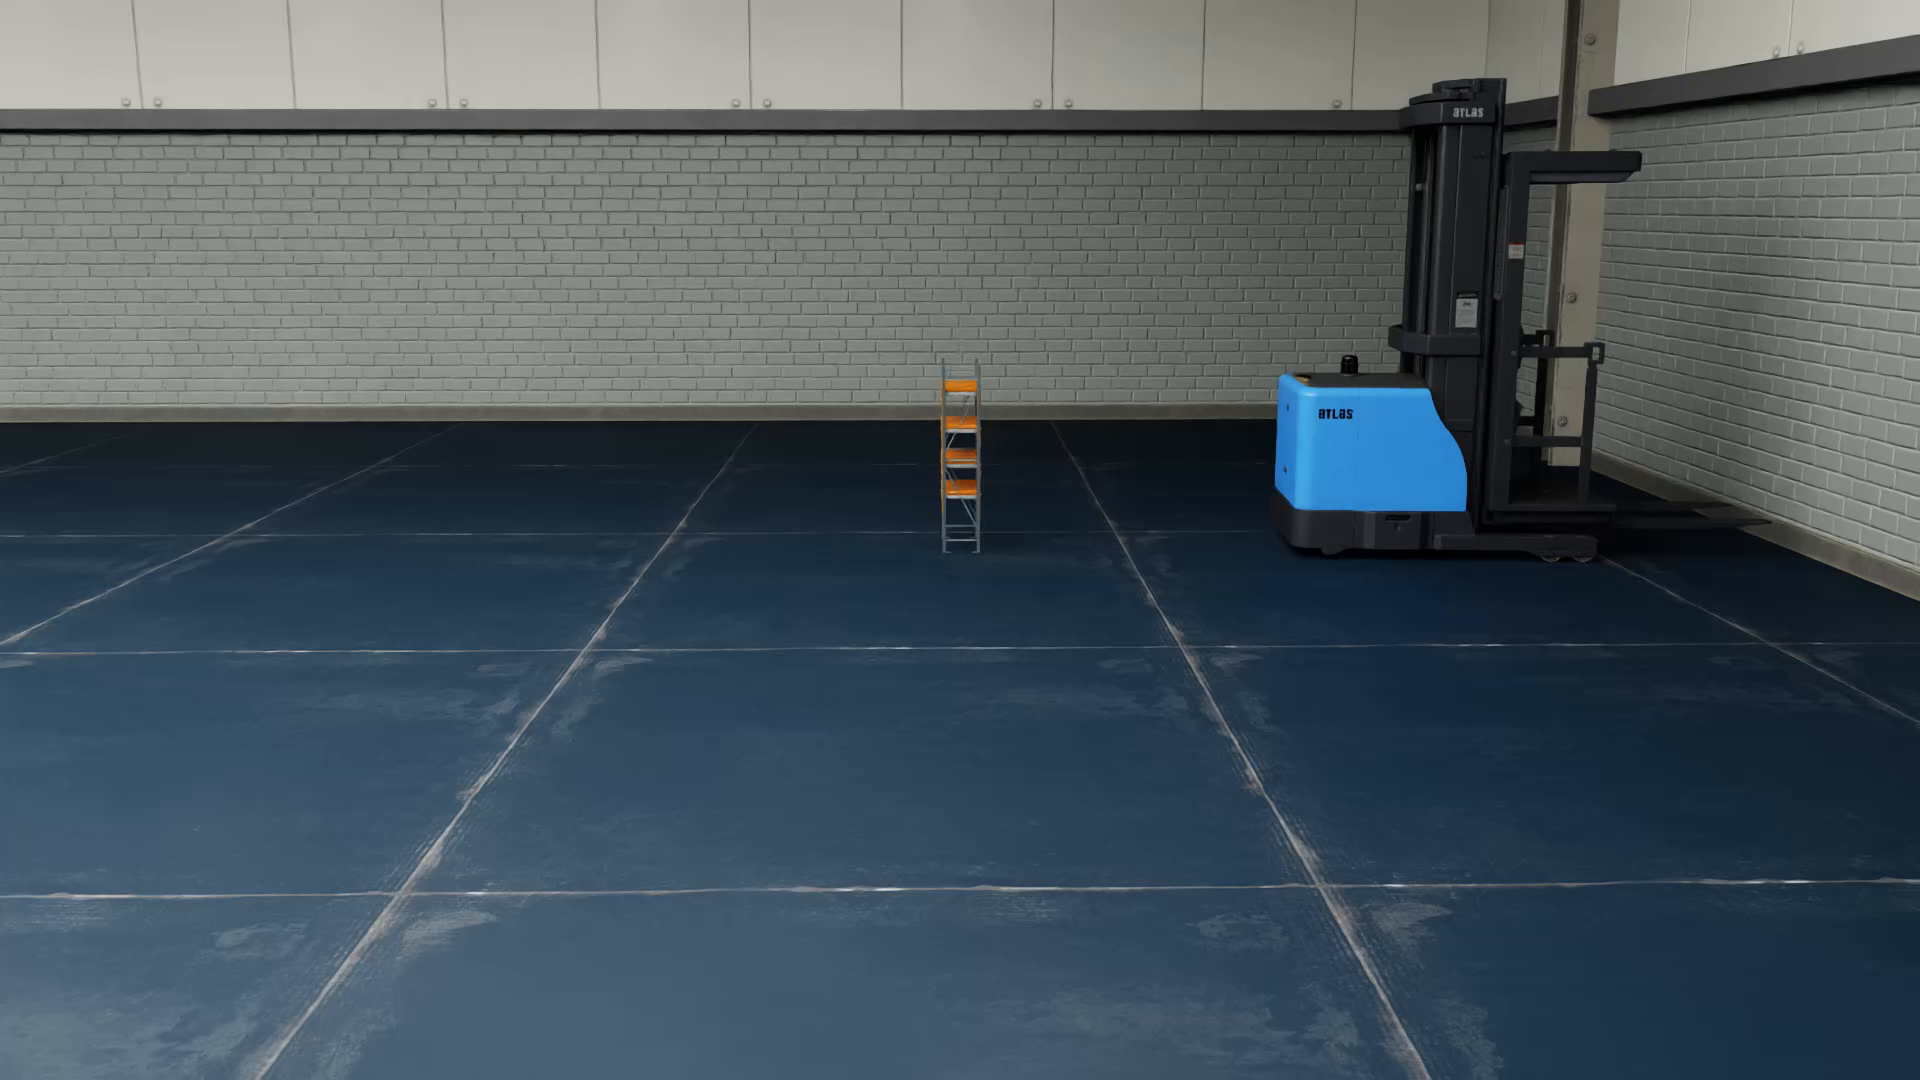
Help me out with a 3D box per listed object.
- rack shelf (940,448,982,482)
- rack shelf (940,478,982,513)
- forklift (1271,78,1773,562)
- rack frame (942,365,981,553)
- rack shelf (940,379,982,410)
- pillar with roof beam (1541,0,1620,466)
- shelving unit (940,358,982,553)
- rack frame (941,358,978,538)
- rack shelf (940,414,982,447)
[{"bbox_3d":[0.003,-0.489,10.791,0.258,0.148,0.480,0,11,-1],"label":"rack shelf"},{"bbox_3d":[0.003,-0.295,10.830,0.258,0.148,0.480,0,11,-1],"label":"rack shelf"},{"bbox_3d":[3.628,-1.407,10.624,3.031,2.935,1.130,0,11,2],"label":"forklift"},{"bbox_3d":[0.008,-0.507,10.539,0.240,1.200,0.015,0,11,-1],"label":"rack frame"},{"bbox_3d":[0.003,-0.940,10.699,0.258,0.148,0.480,0,11,-1],"label":"rack shelf"},{"bbox_3d":[0.871,-5.063,13.380,9.100,9.000,0.400,0,11,-1],"label":"pillar with roof beam"},{"bbox_3d":[0.003,-0.555,10.778,0.258,1.200,0.503,0,11,-1],"label":"shelving unit"},{"bbox_3d":[-0.002,-0.604,11.017,0.240,1.200,0.015,0,11,-1],"label":"rack frame"},{"bbox_3d":[0.003,-0.708,10.747,0.258,0.148,0.480,0,11,-1],"label":"rack shelf"}]
